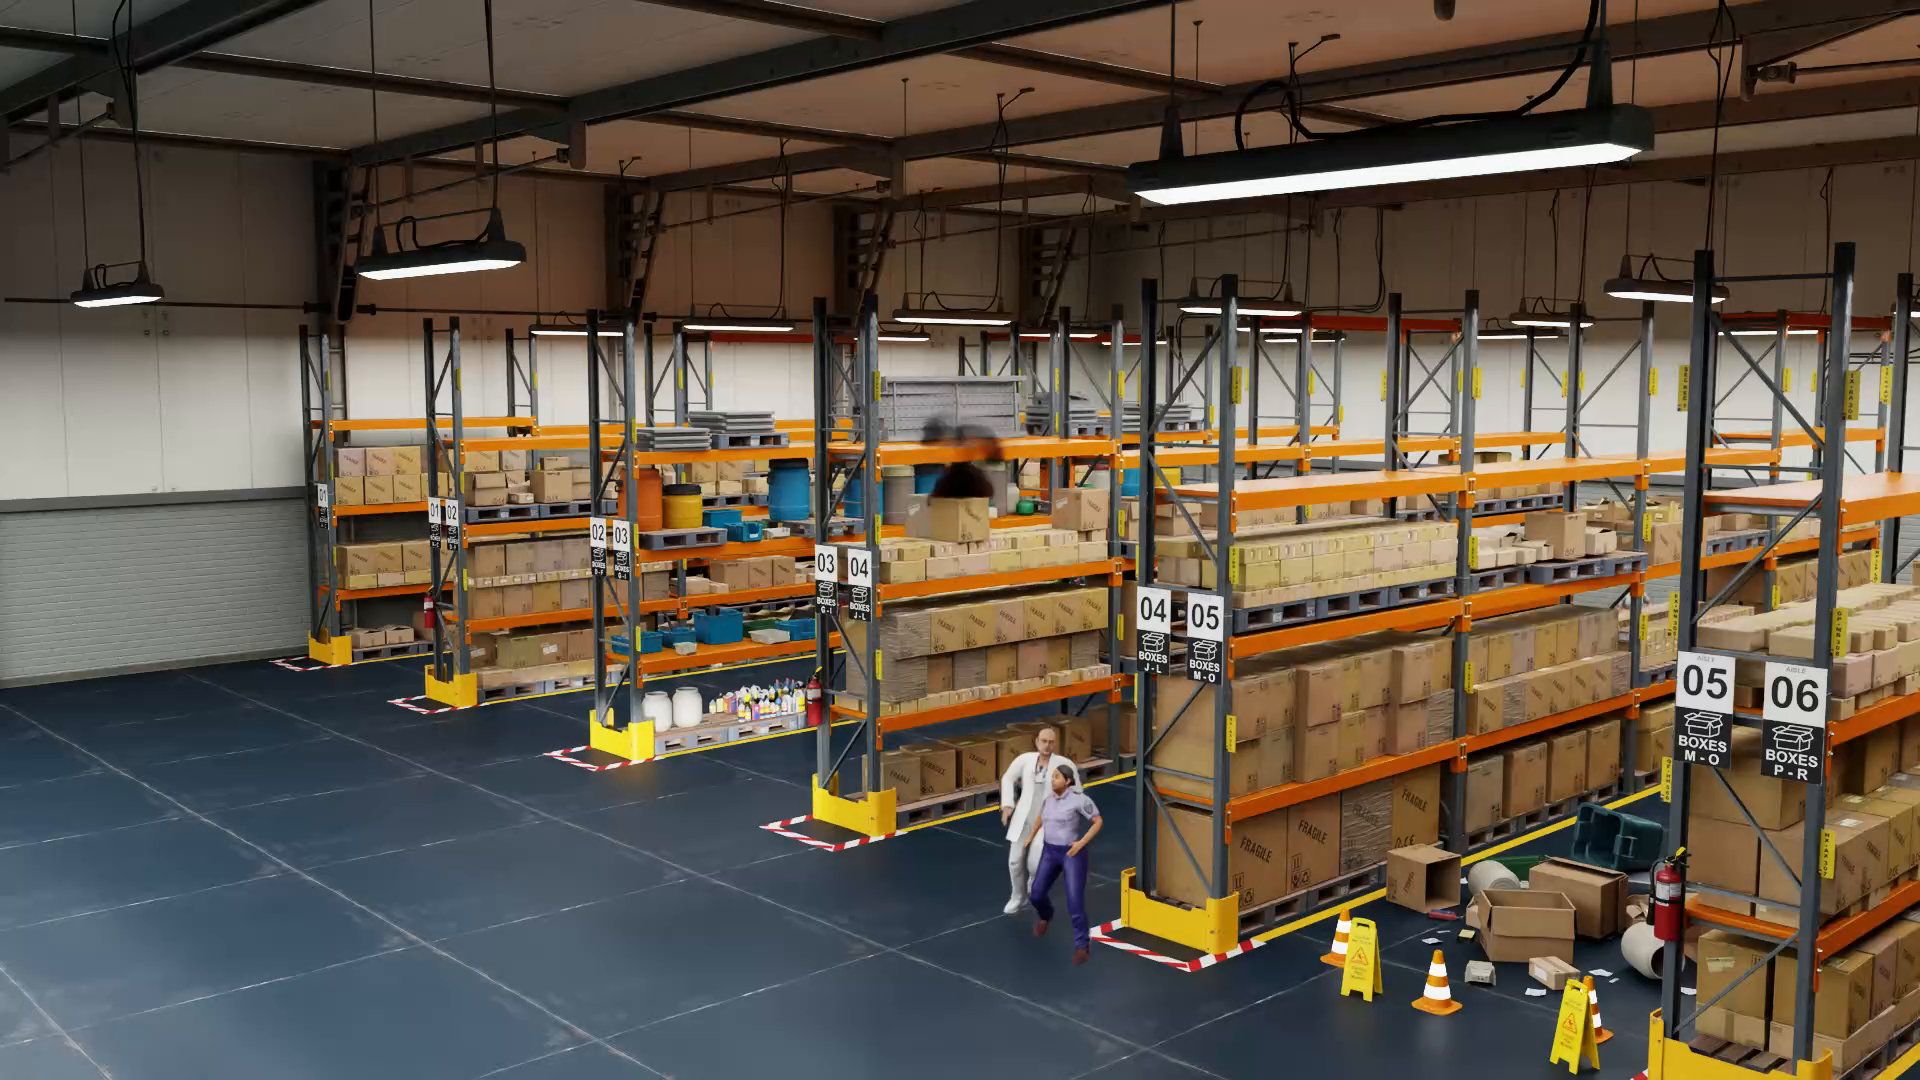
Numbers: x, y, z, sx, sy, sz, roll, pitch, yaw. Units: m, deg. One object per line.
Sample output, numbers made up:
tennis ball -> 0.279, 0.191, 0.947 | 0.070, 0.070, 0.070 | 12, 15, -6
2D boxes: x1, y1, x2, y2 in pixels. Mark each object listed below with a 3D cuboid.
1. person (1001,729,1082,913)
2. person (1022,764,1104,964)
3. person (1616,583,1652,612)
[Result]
person -> 0.742, 2.580, 15.381 | 0.754, 1.715, 0.603 | 2, 6, 18
person -> 0.856, 2.764, 14.446 | 0.813, 1.599, 0.687 | 4, 7, 32
person -> 11.511, 1.454, 28.454 | 0.577, 1.622, 0.985 | 2, 6, 21
